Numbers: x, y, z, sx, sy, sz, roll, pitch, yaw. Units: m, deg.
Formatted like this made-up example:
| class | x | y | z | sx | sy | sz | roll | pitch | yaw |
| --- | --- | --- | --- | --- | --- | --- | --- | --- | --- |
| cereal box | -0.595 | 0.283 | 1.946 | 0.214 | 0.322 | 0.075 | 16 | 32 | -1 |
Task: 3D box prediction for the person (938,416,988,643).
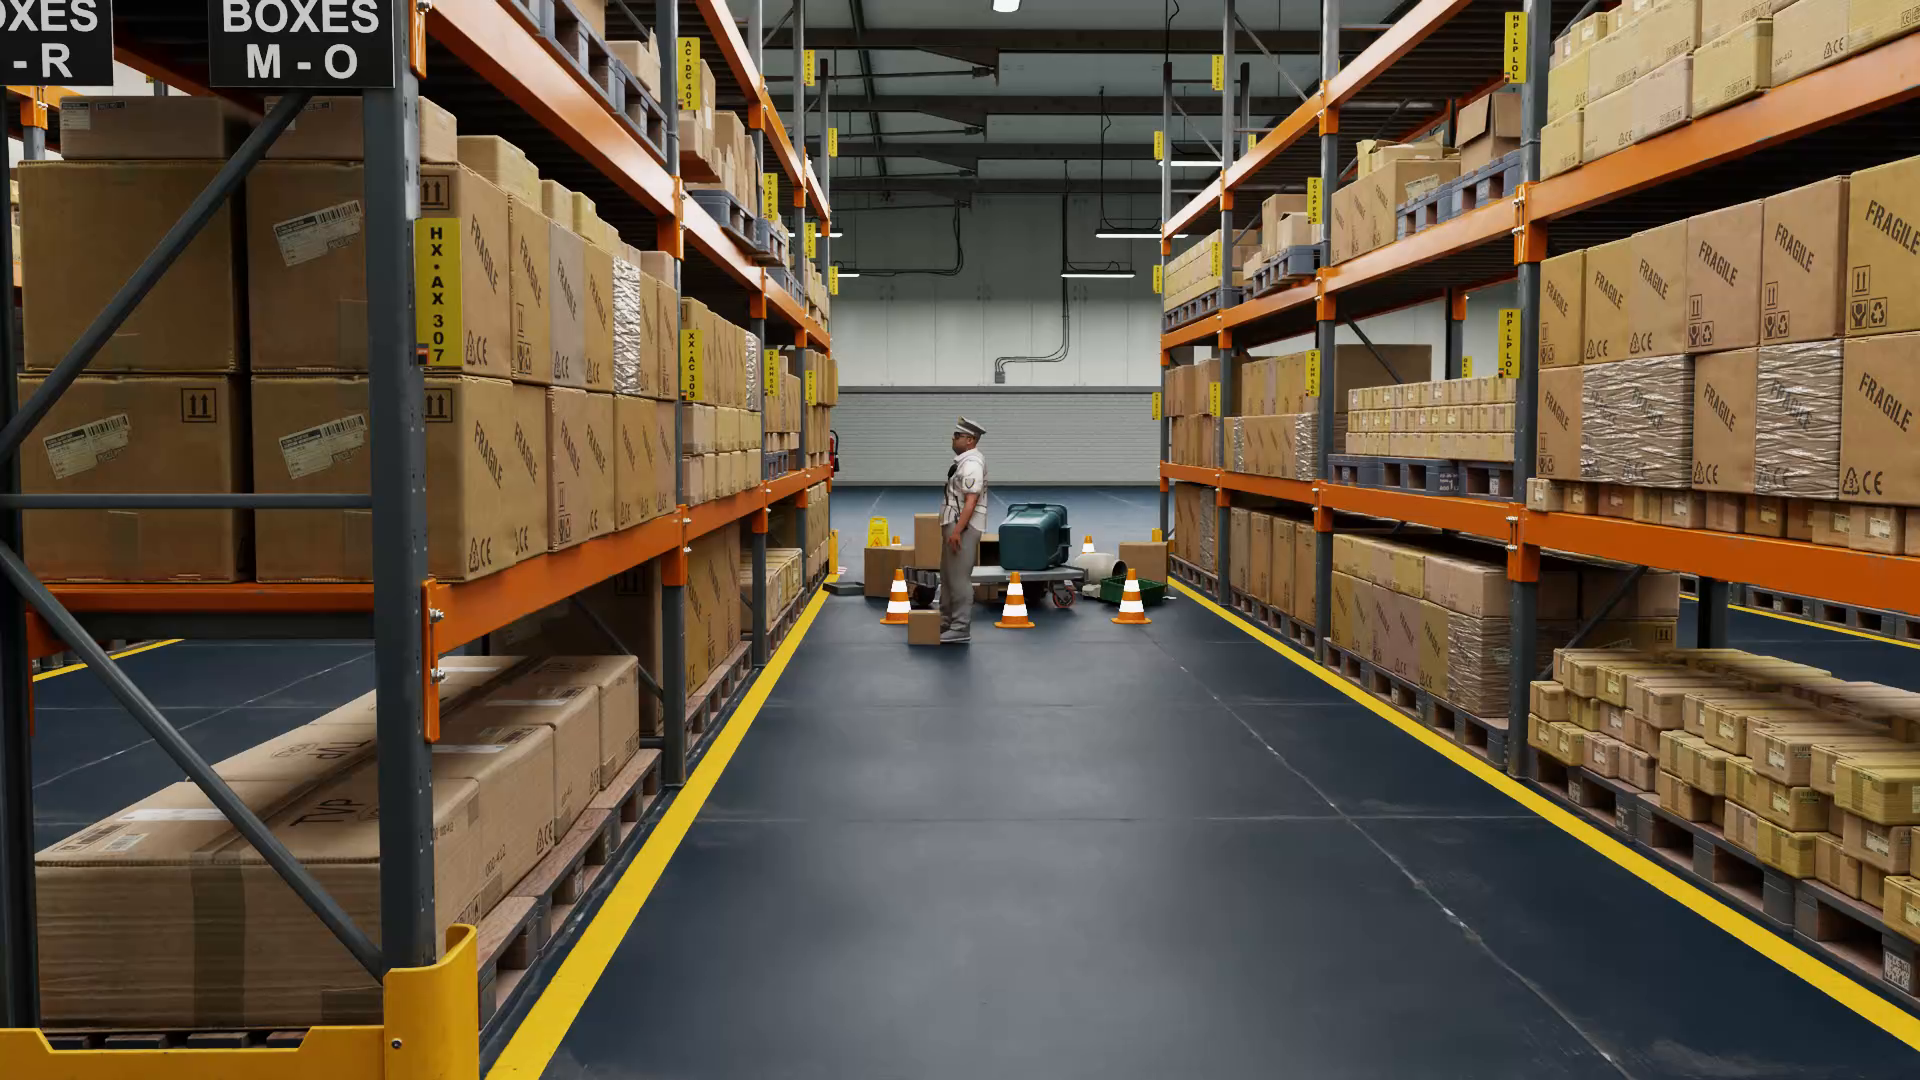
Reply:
| class | x | y | z | sx | sy | sz | roll | pitch | yaw |
| --- | --- | --- | --- | --- | --- | --- | --- | --- | --- |
| person | -0.069 | -0.084 | 13.121 | 0.575 | 1.779 | 0.640 | 0 | 4 | -1 |
